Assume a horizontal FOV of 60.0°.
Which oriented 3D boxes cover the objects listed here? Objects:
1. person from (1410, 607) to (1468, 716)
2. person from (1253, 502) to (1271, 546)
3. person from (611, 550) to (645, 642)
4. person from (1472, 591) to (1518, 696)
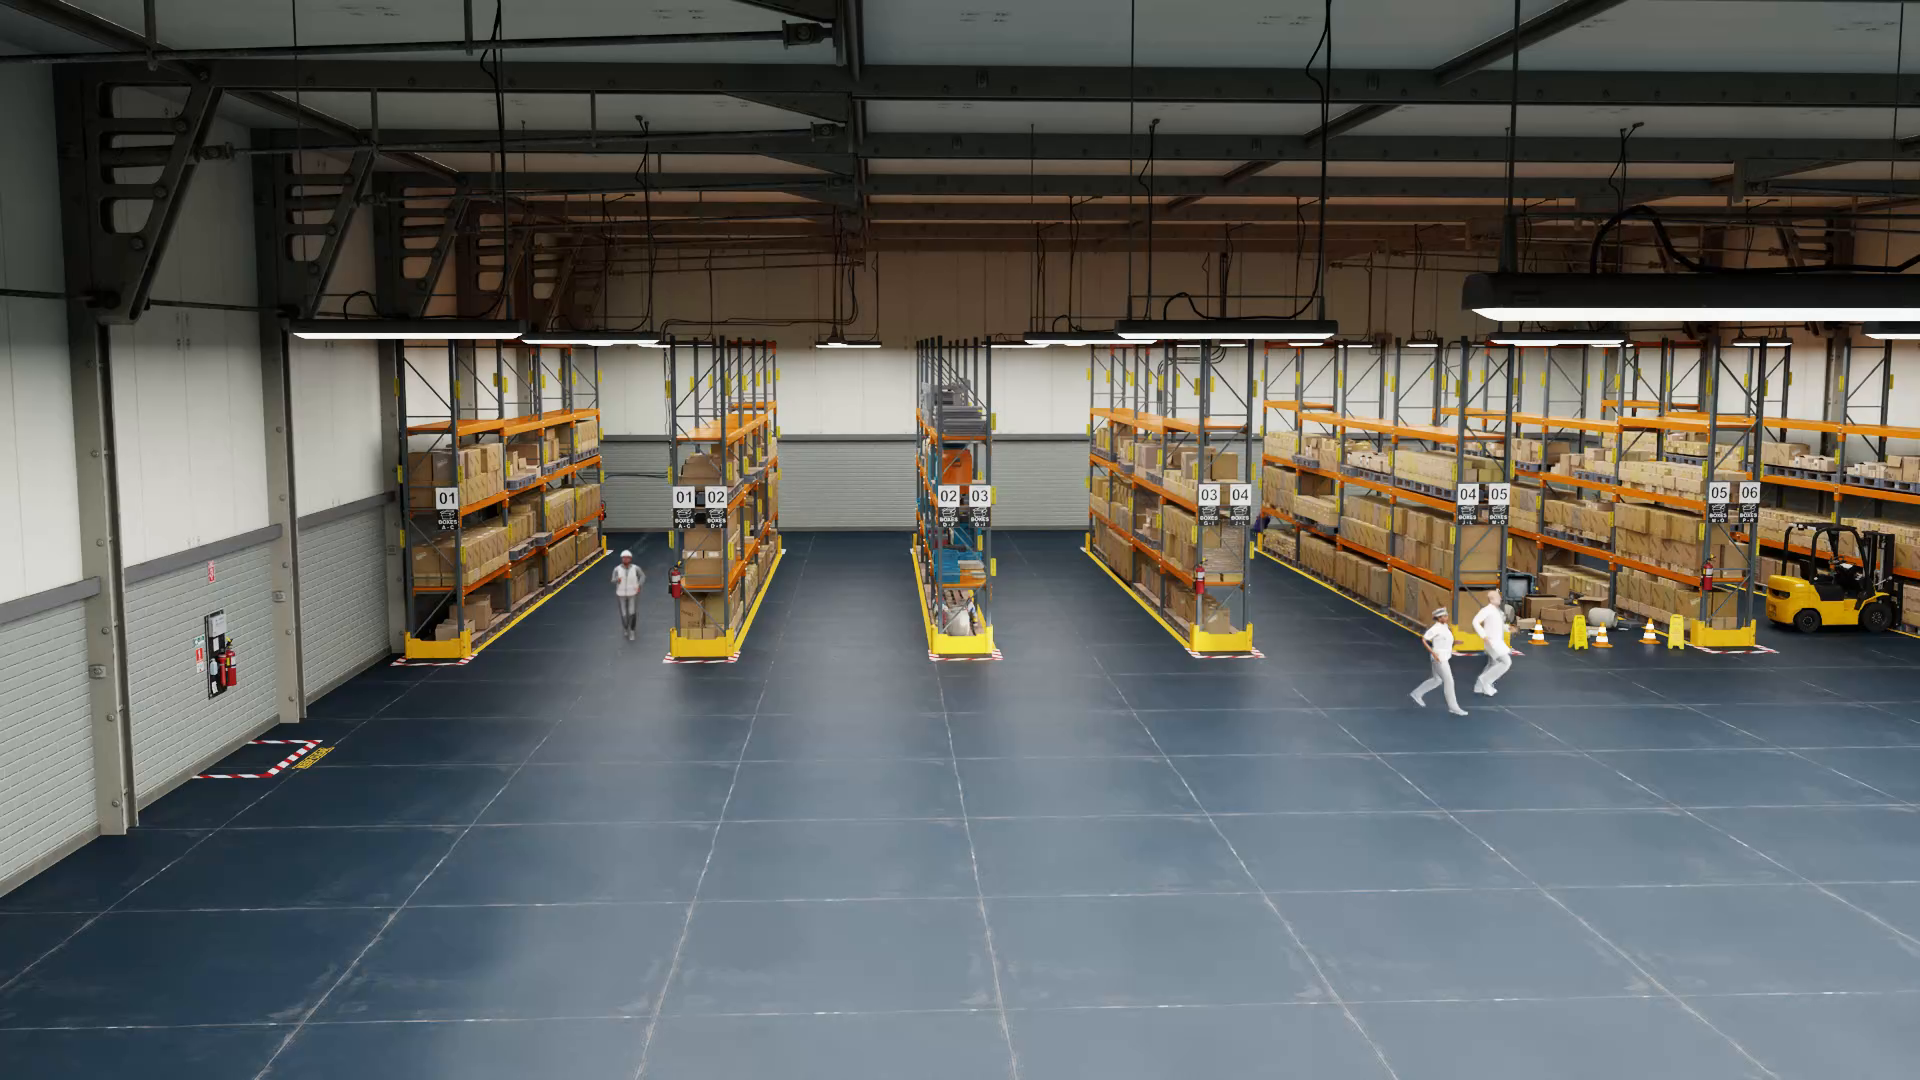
[{"bbox_3d":[7.594,1.884,26.258,0.905,1.686,0.576,4,7,29],"label":"person"},{"bbox_3d":[8.959,-0.596,48.882,0.542,1.636,0.634,-3,7,-22],"label":"person"},{"bbox_3d":[-6.588,1.110,32.949,0.637,1.814,0.711,0,6,-3],"label":"person"},{"bbox_3d":[8.898,1.714,27.587,0.695,1.741,0.693,4,8,32],"label":"person"}]
